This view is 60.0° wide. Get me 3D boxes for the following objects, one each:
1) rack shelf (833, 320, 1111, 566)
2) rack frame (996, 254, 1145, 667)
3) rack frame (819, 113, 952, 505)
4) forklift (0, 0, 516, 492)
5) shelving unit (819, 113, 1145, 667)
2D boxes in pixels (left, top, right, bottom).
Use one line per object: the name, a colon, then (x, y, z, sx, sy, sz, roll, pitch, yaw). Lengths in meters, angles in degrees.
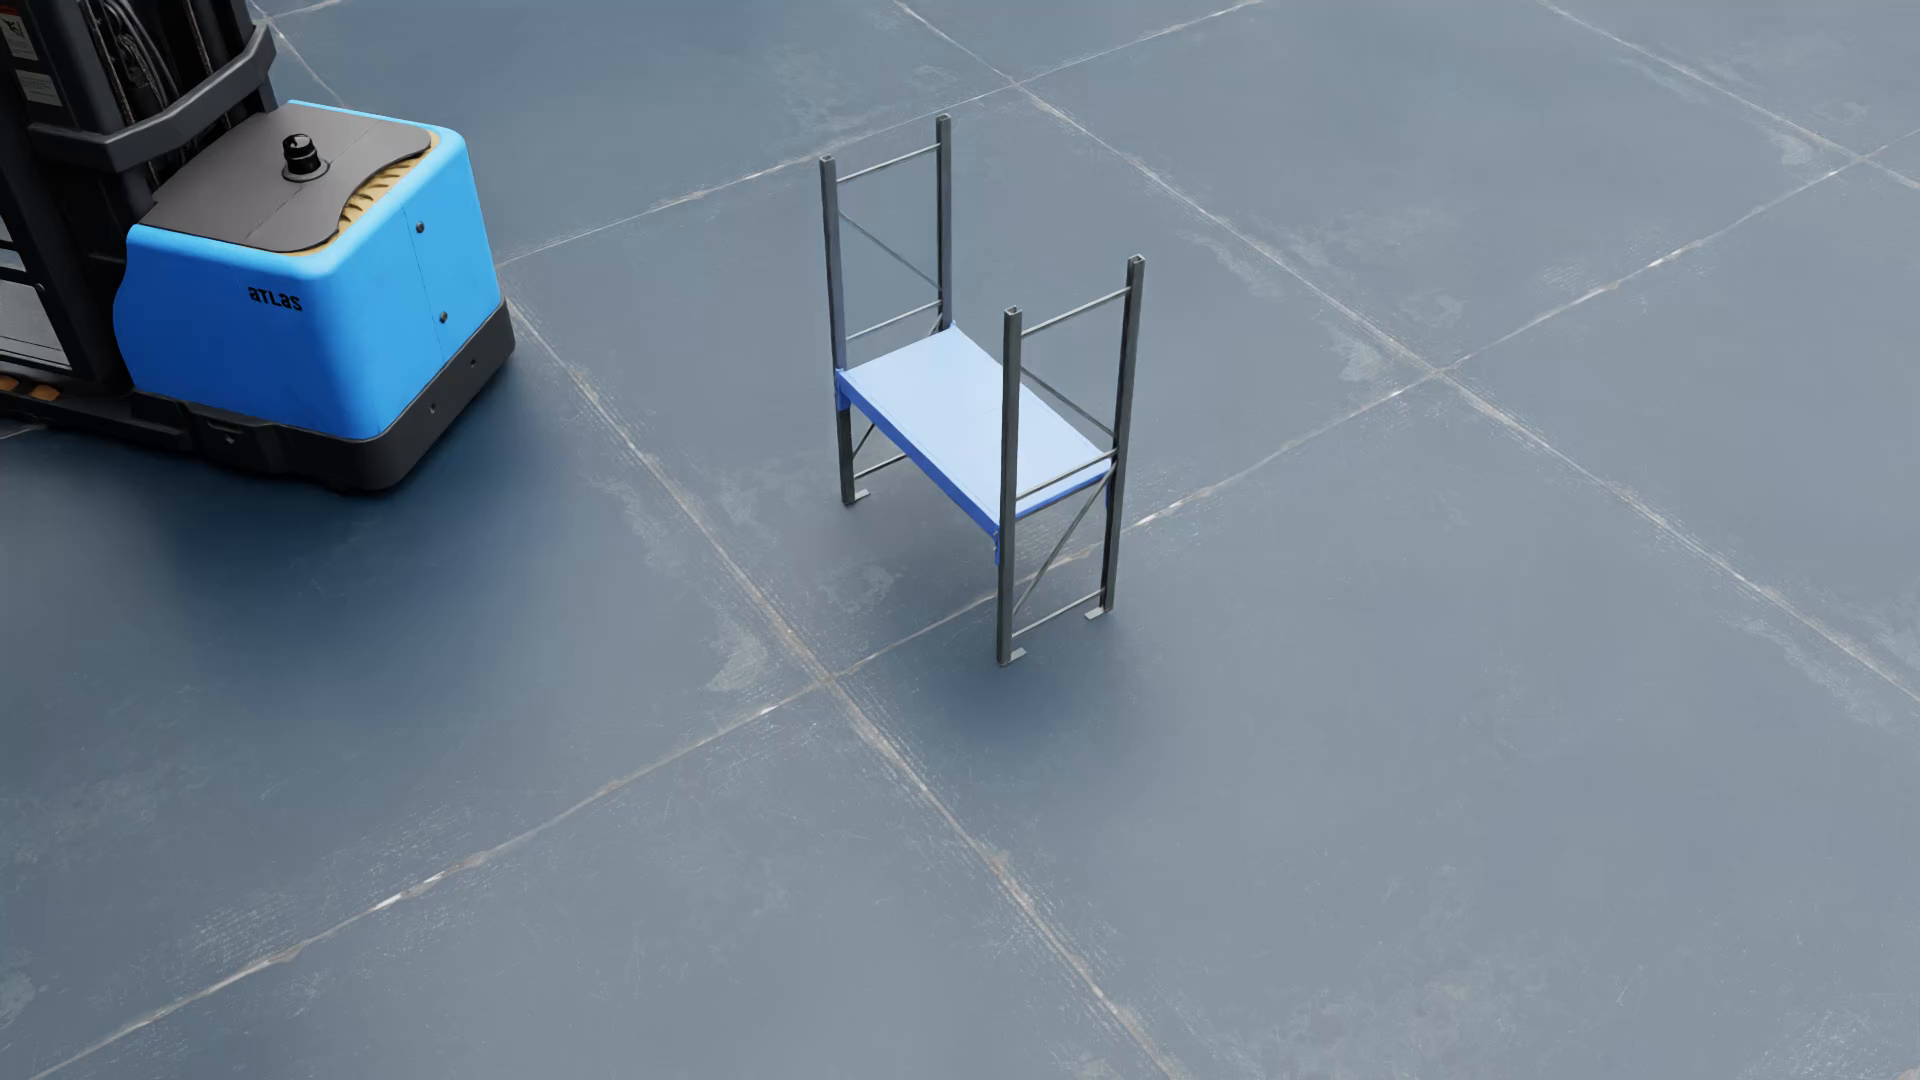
rack shelf: (0.049, -0.364, 5.806, 0.538, 0.185, 1.000, -26, 49, -24)
rack frame: (0.340, -0.206, 5.380, 0.500, 1.500, 0.032, -26, 49, -24)
rack frame: (-0.242, -0.782, 5.983, 0.500, 1.500, 0.032, -26, 49, -24)
forklift: (-3.445, -1.852, 6.068, 3.031, 2.935, 1.130, 13, 45, 13)
shelving unit: (0.049, -0.494, 5.682, 0.538, 1.500, 1.048, -26, 49, -24)
